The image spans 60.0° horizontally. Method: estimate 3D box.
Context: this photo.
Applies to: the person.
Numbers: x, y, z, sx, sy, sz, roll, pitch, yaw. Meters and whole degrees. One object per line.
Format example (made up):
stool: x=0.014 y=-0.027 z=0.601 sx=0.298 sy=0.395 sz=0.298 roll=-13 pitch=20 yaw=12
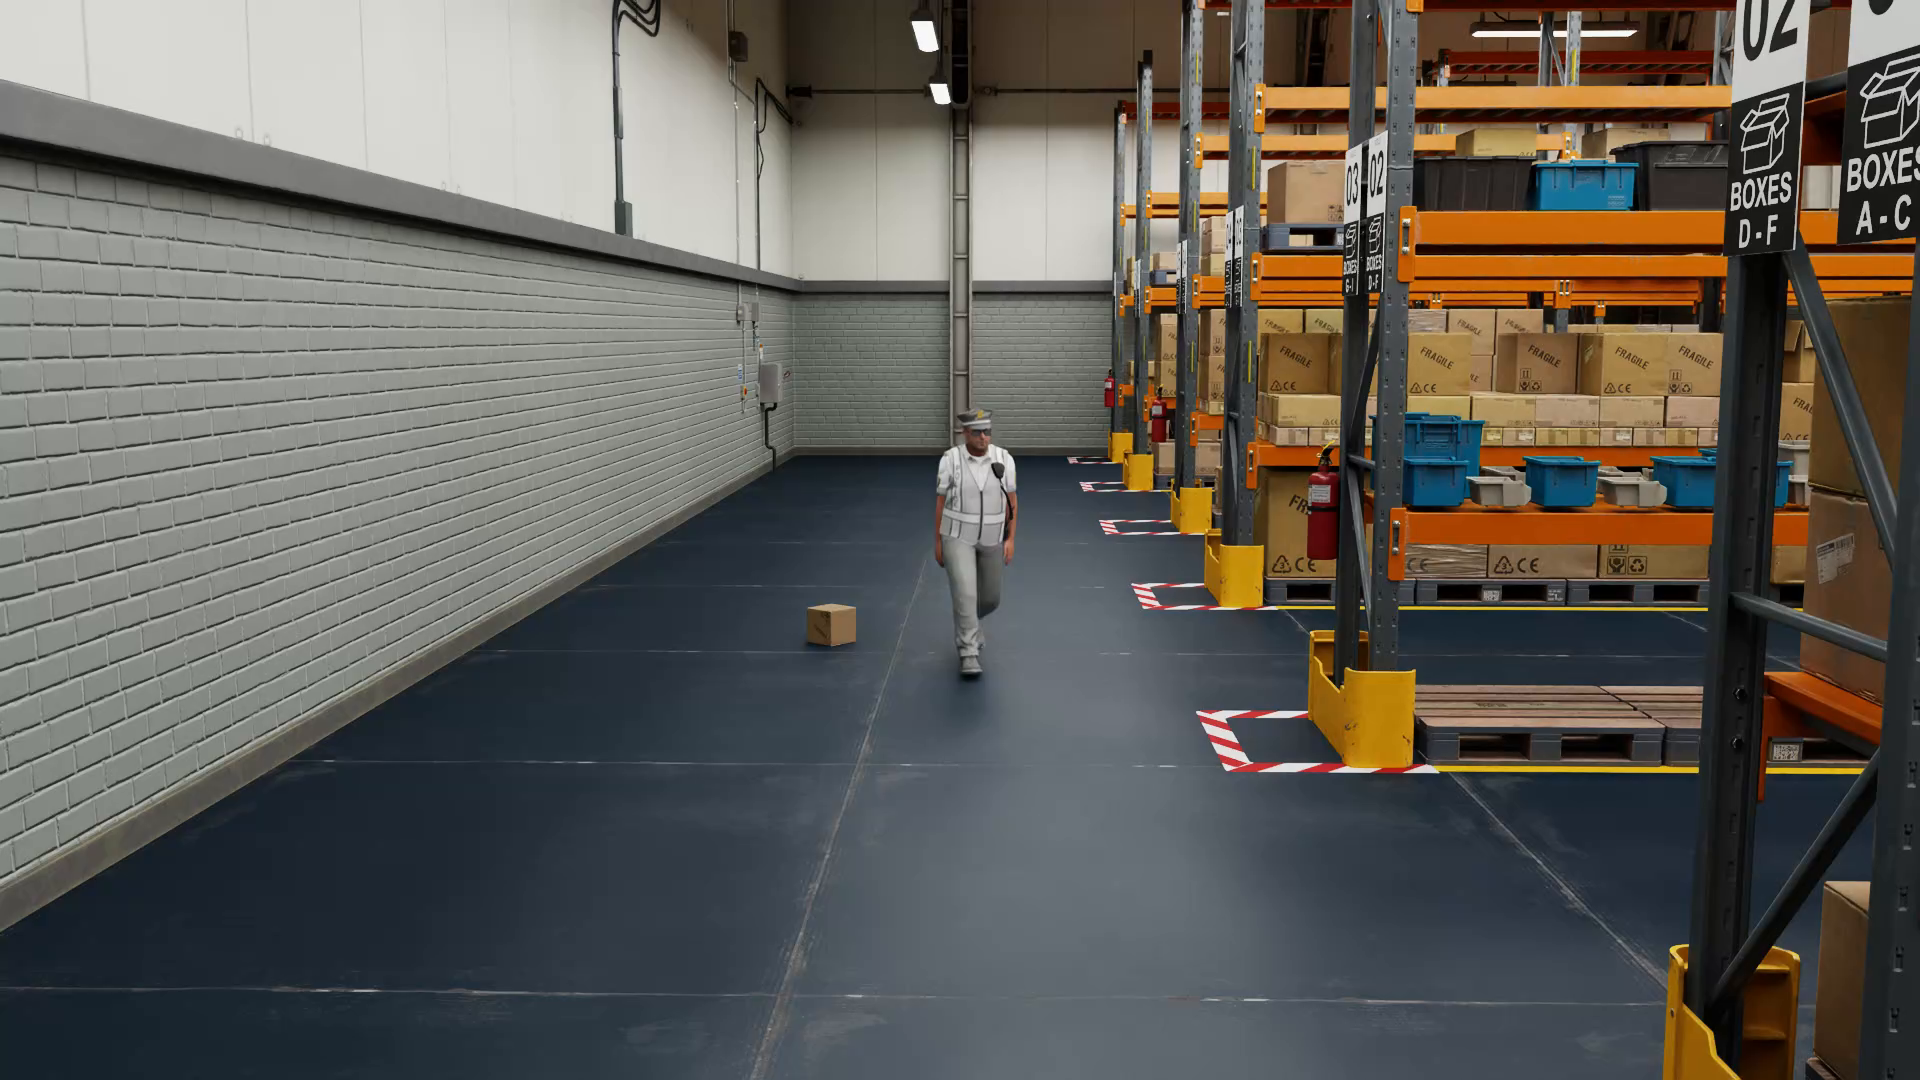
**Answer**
person: x=0.099 y=-0.026 z=10.972 sx=0.542 sy=1.701 sz=0.960 roll=-2 pitch=7 yaw=-14
